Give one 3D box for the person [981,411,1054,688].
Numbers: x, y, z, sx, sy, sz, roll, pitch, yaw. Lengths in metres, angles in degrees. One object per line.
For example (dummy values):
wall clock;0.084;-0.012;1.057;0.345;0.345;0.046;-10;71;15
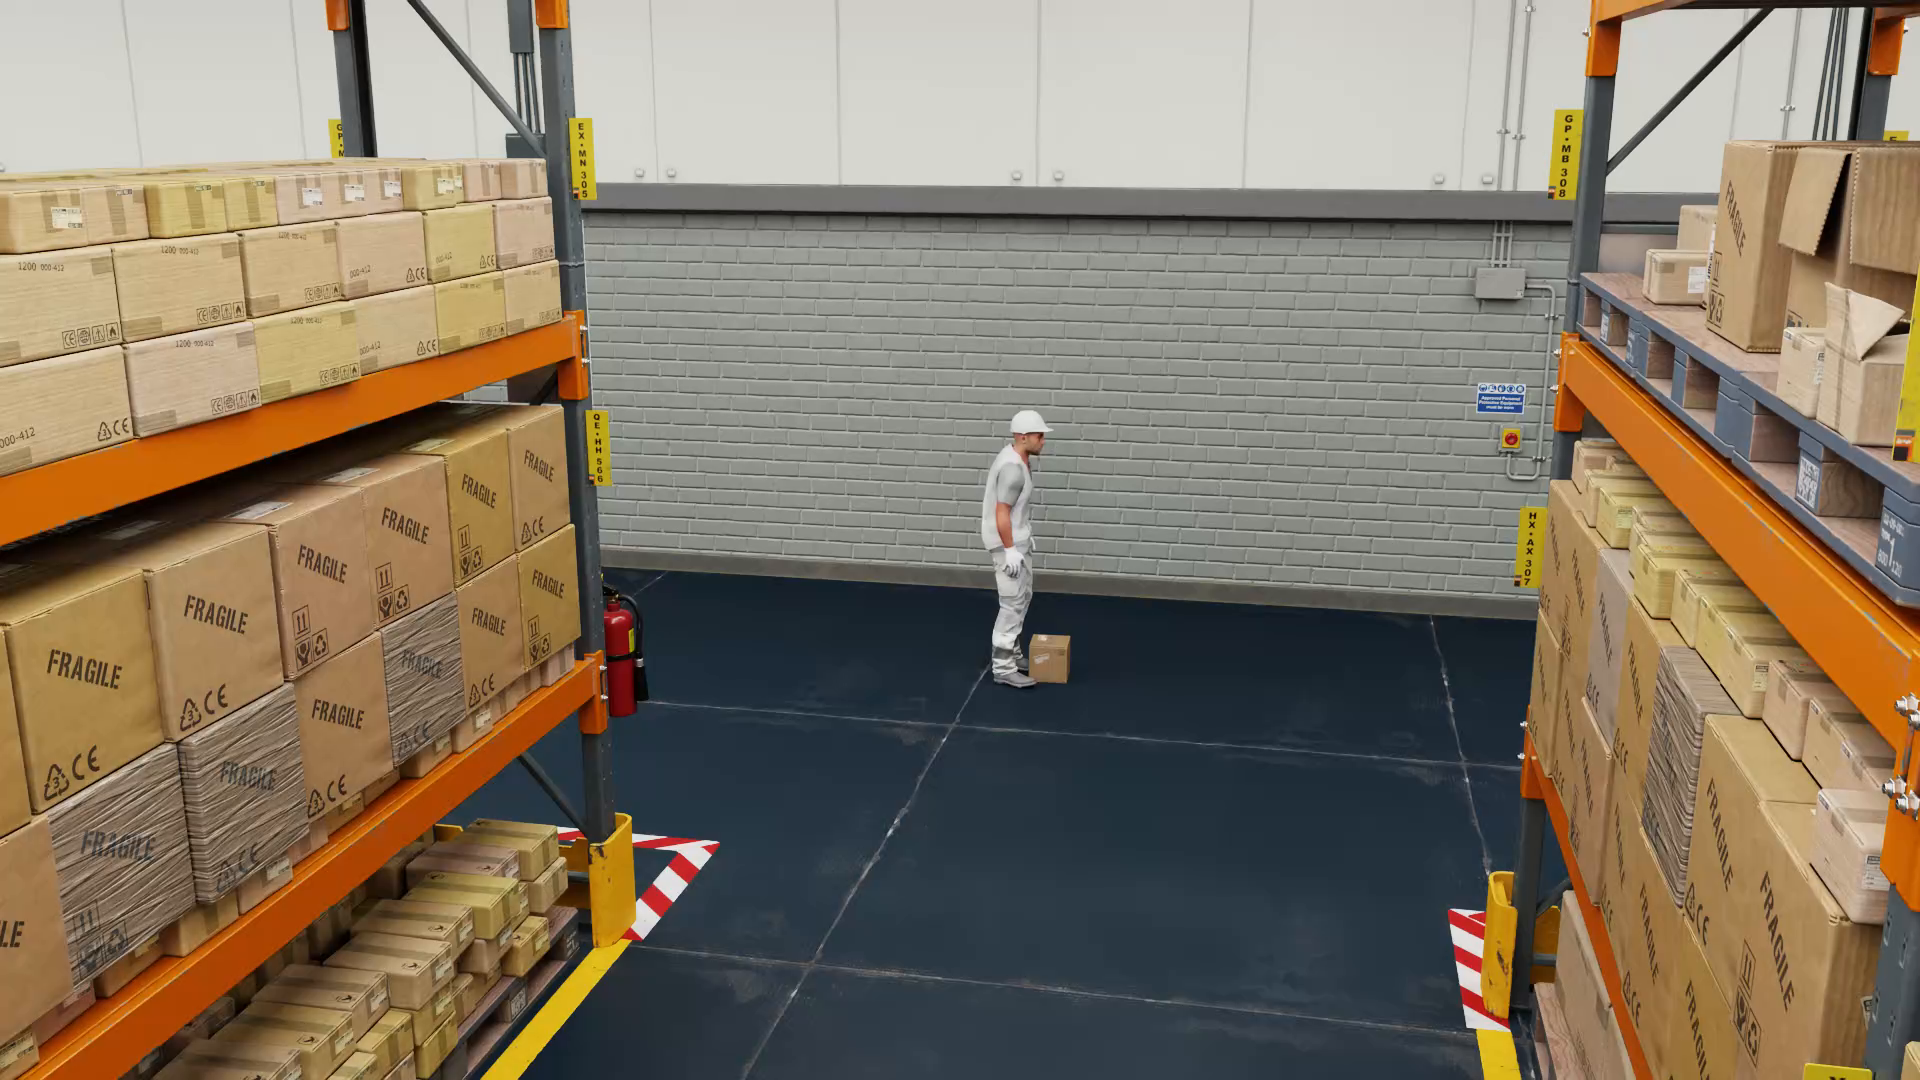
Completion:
person;0.373;0.038;10.835;0.455;1.779;0.611;3;15;11
